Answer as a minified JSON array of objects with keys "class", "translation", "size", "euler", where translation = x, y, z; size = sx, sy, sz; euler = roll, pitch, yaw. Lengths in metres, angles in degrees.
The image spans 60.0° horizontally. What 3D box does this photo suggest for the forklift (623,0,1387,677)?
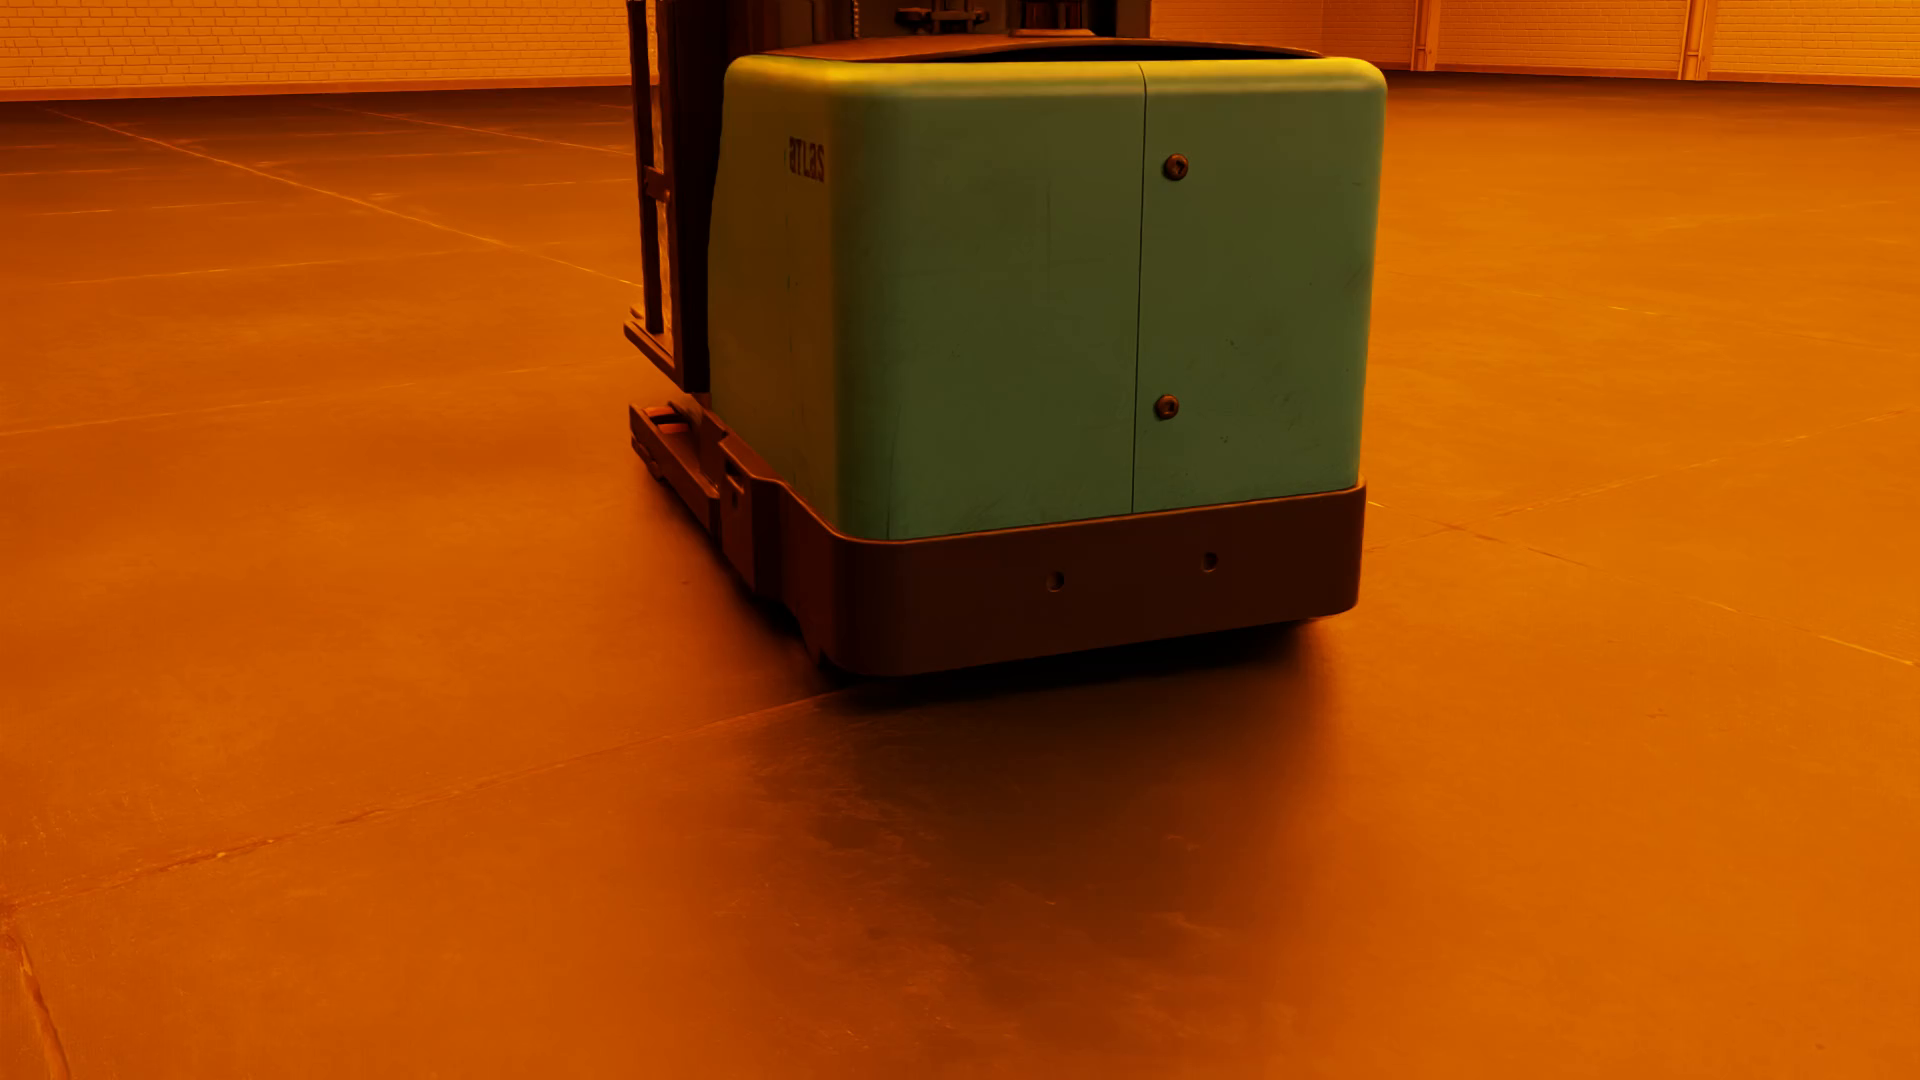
[{"class":"forklift","translation":[-0.234,-1.570,3.905],"size":[1.130,2.935,3.031],"euler":[-7,19,-20]}]
